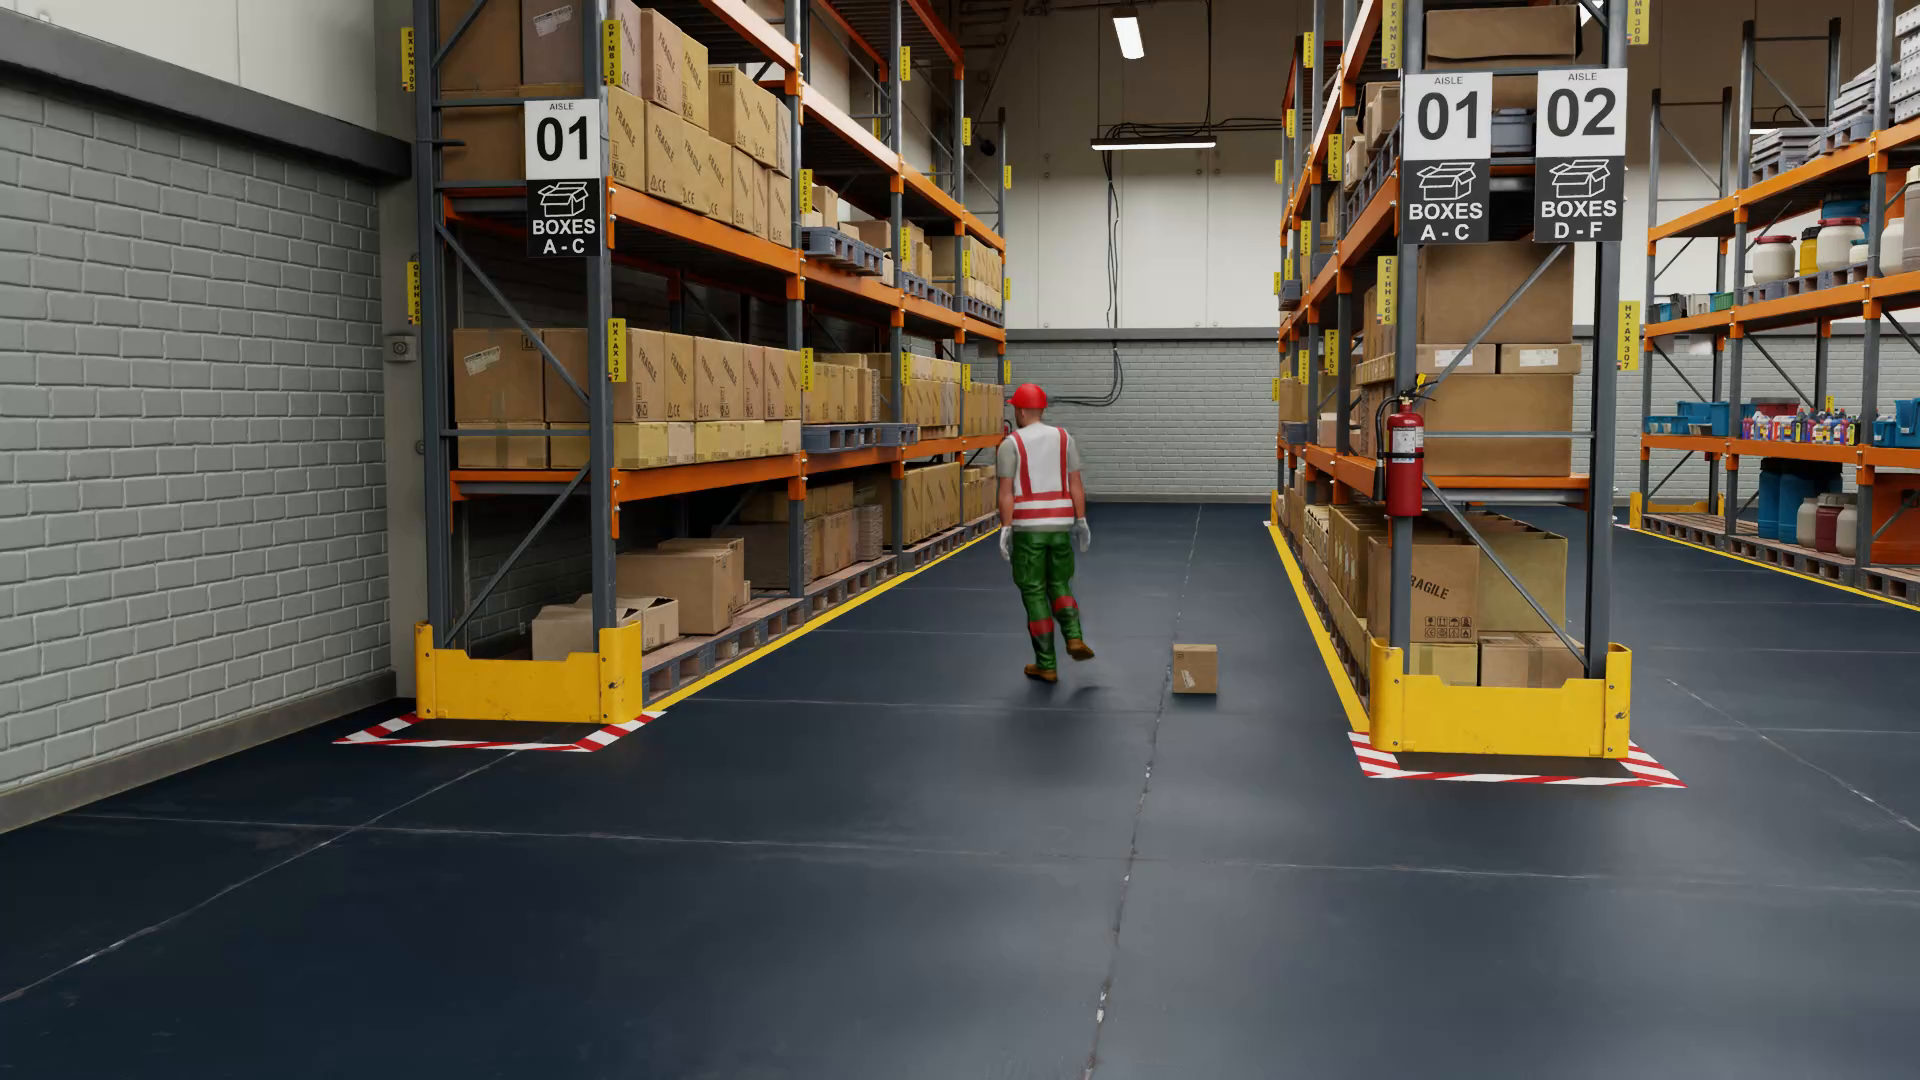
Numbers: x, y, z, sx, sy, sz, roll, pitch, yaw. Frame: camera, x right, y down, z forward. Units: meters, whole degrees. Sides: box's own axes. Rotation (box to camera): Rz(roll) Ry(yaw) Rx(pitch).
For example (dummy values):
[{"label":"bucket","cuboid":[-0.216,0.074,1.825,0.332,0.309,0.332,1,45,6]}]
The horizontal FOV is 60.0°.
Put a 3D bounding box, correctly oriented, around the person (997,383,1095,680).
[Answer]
[{"label":"person","cuboid":[0.509,-0.056,10.048,0.588,1.779,0.546,-2,5,-23]}]
